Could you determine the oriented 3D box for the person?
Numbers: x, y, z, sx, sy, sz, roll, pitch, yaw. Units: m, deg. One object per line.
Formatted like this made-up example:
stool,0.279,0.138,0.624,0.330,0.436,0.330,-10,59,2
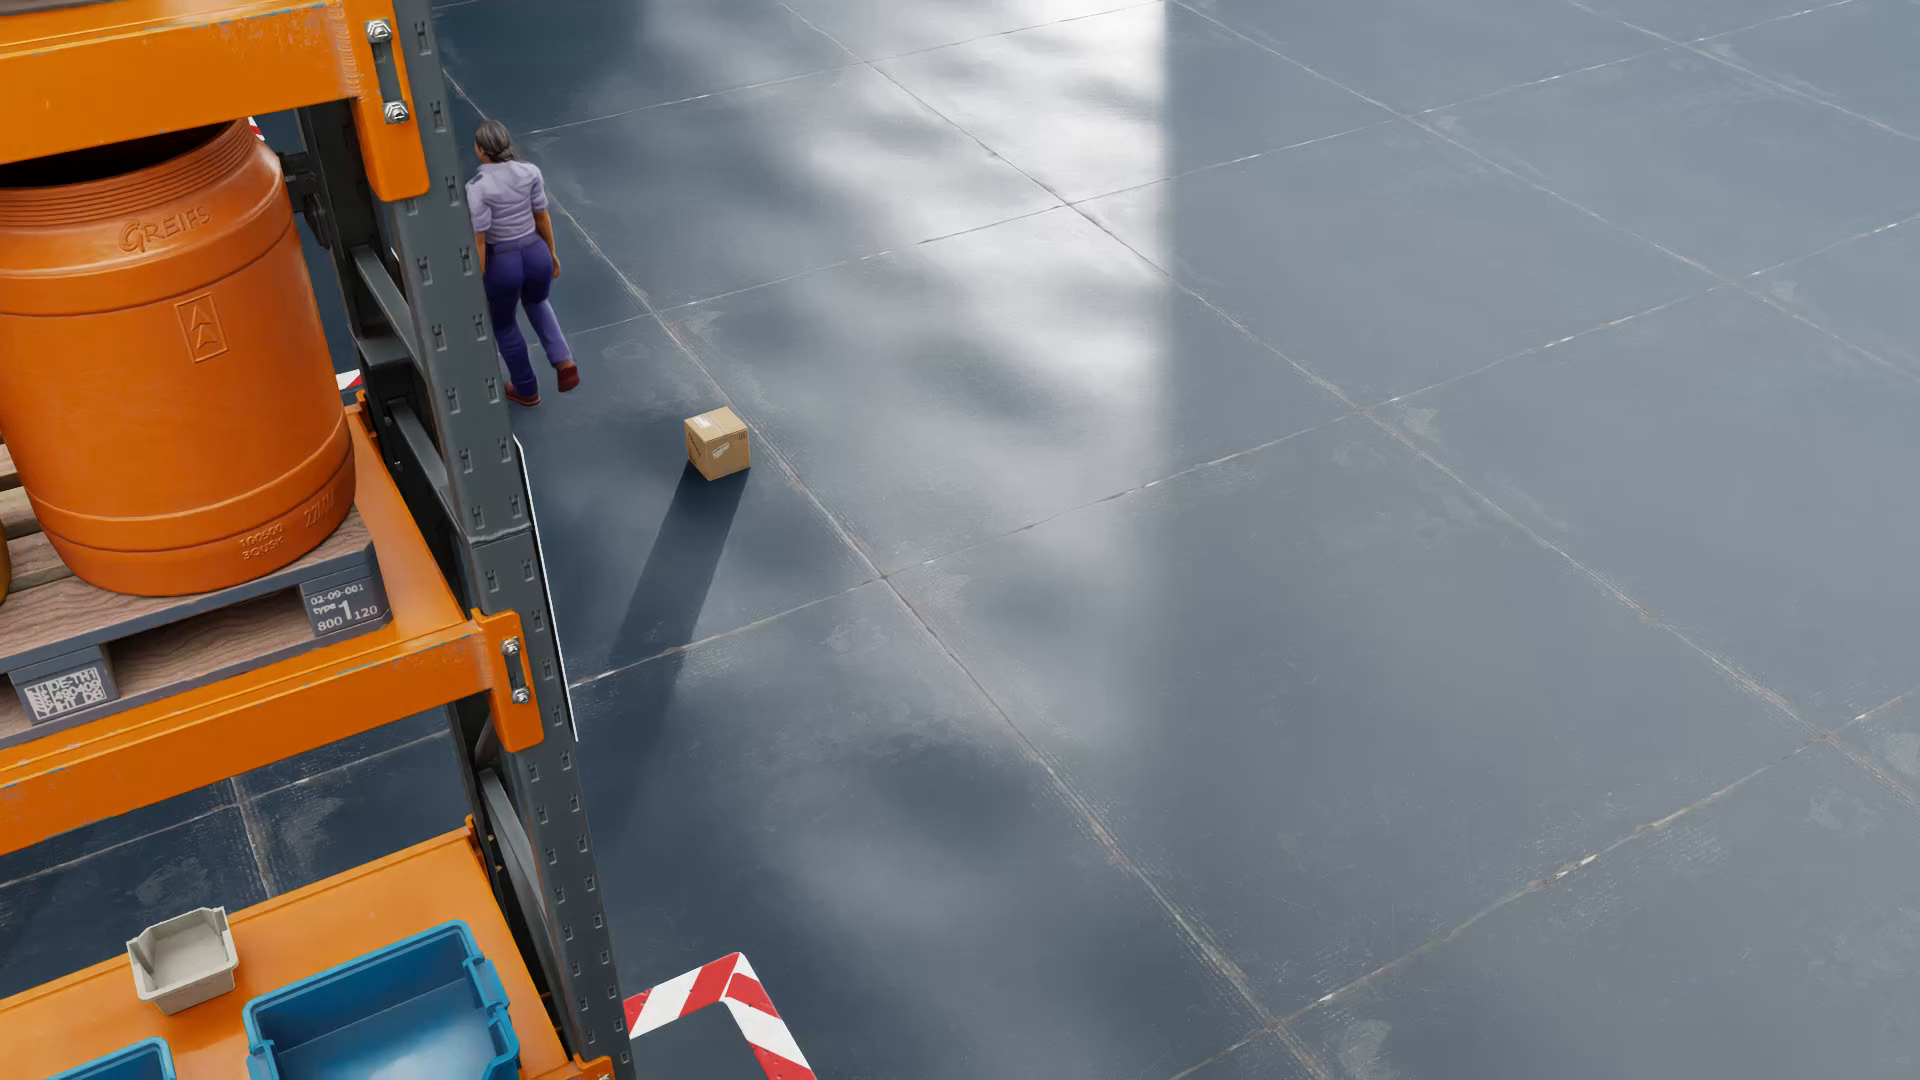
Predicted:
person,-2.363,-1.454,8.827,0.503,1.644,0.479,-29,46,-33
